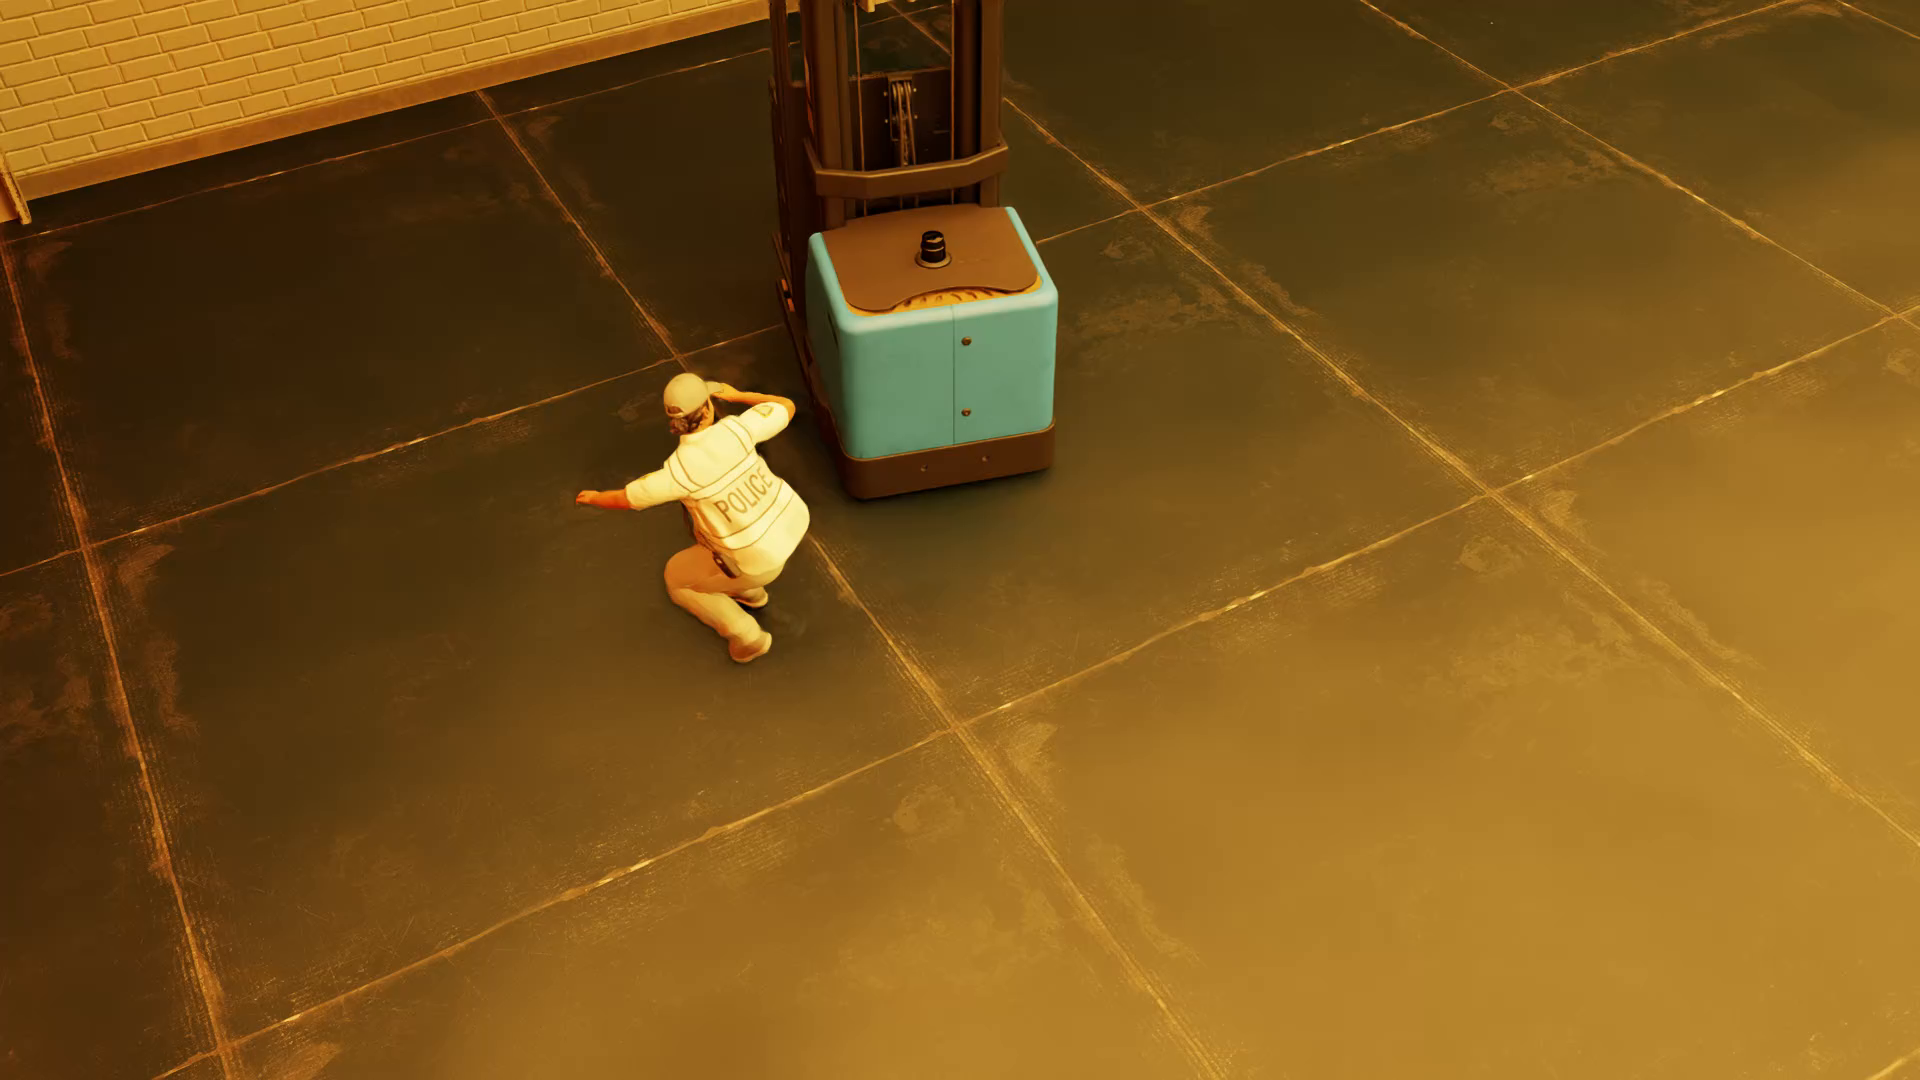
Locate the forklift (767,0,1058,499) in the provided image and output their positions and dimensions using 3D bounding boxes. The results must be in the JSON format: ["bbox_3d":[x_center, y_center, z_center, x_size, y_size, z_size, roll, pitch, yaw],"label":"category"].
[{"bbox_3d":[-0.398,-2.288,8.165,1.130,2.935,3.031,-10,44,-10],"label":"forklift"}]

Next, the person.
[{"bbox_3d":[-1.086,-0.155,7.011,0.922,1.399,0.730,22,47,22],"label":"person"}]
